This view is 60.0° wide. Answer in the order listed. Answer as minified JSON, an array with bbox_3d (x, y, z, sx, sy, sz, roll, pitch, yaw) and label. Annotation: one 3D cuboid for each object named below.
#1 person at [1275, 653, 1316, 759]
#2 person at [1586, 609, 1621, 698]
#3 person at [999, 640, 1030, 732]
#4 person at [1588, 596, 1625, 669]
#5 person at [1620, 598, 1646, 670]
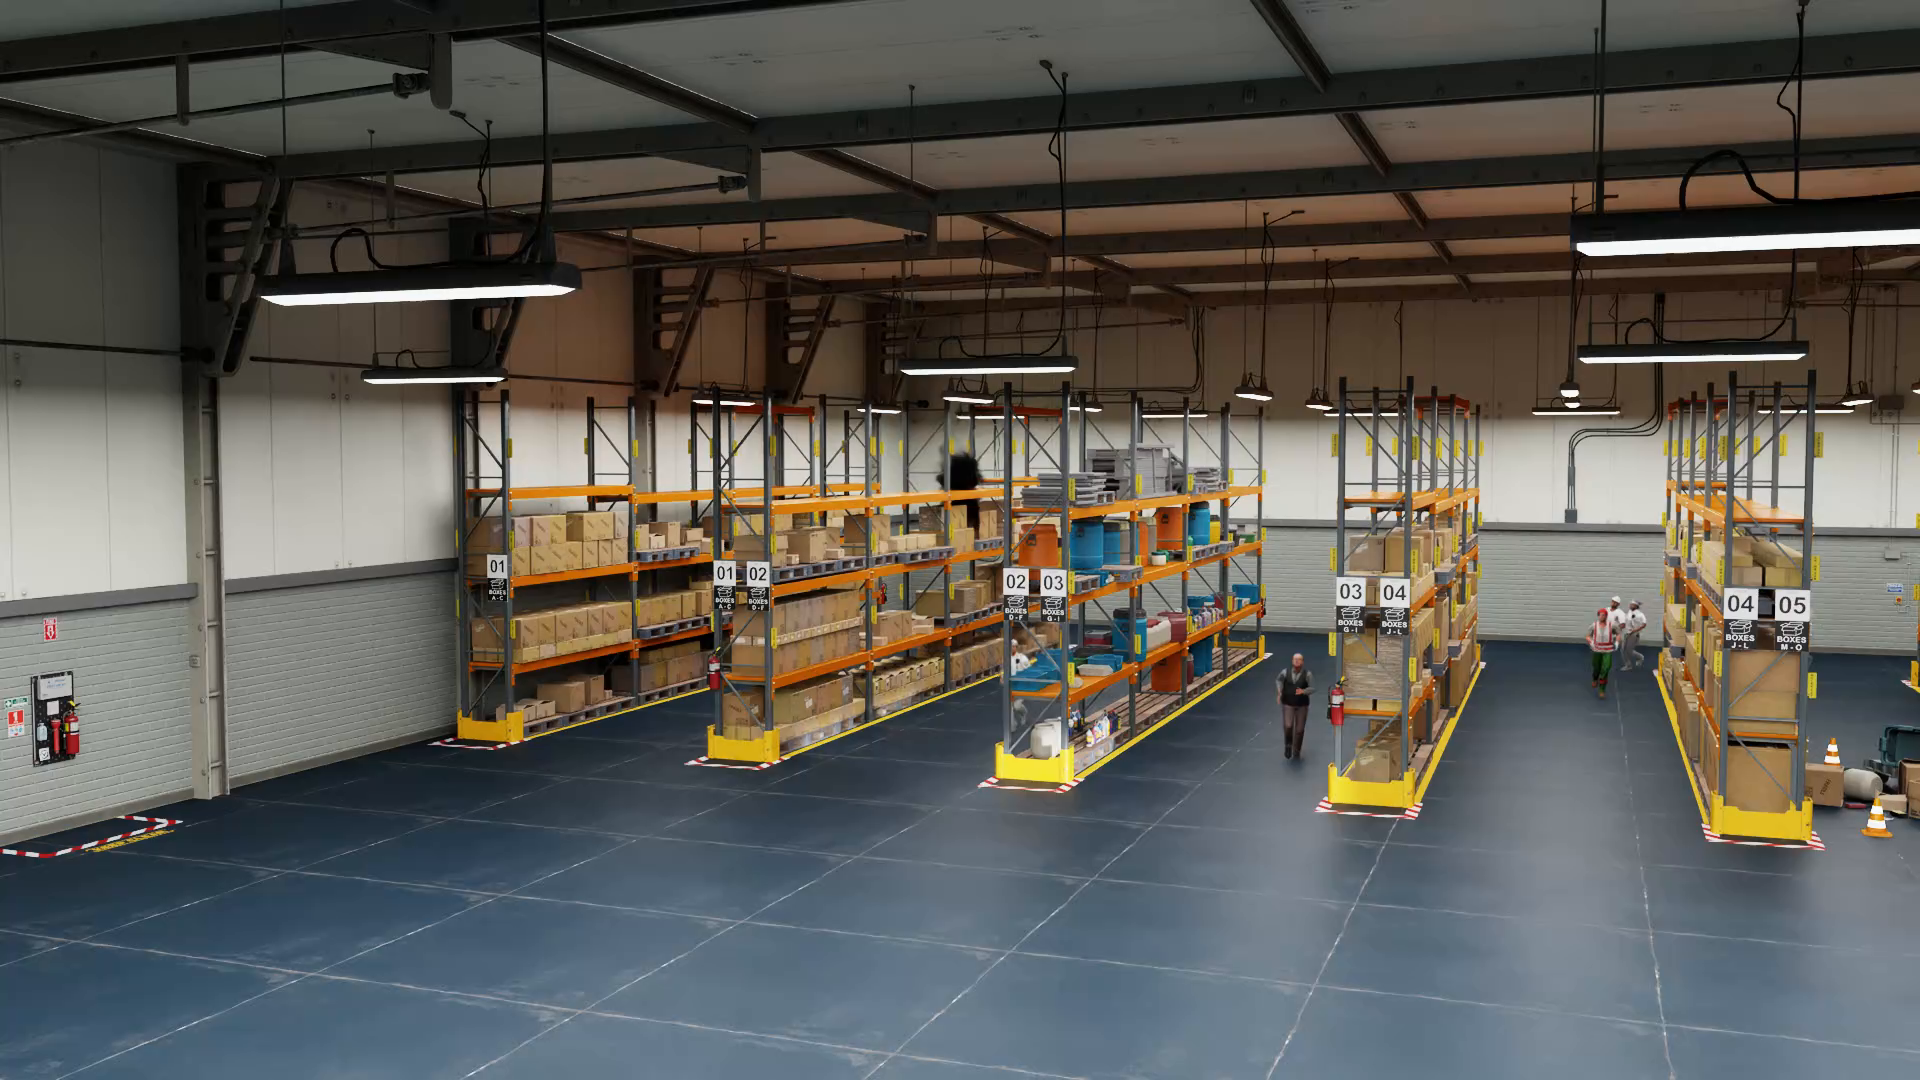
[{"bbox_3d":[5.378,2.671,26.682,0.644,1.699,0.642,1,3,12],"label":"person"},{"bbox_3d":[13.011,2.274,33.648,0.664,1.780,0.834,1,3,23],"label":"person"},{"bbox_3d":[0.964,2.571,29.438,0.594,1.622,0.556,1,3,24],"label":"person"},{"bbox_3d":[14.509,2.095,37.376,0.566,1.694,0.790,-1,3,-22],"label":"person"},{"bbox_3d":[15.202,2.135,37.504,0.613,1.642,0.606,-1,3,-14],"label":"person"}]
